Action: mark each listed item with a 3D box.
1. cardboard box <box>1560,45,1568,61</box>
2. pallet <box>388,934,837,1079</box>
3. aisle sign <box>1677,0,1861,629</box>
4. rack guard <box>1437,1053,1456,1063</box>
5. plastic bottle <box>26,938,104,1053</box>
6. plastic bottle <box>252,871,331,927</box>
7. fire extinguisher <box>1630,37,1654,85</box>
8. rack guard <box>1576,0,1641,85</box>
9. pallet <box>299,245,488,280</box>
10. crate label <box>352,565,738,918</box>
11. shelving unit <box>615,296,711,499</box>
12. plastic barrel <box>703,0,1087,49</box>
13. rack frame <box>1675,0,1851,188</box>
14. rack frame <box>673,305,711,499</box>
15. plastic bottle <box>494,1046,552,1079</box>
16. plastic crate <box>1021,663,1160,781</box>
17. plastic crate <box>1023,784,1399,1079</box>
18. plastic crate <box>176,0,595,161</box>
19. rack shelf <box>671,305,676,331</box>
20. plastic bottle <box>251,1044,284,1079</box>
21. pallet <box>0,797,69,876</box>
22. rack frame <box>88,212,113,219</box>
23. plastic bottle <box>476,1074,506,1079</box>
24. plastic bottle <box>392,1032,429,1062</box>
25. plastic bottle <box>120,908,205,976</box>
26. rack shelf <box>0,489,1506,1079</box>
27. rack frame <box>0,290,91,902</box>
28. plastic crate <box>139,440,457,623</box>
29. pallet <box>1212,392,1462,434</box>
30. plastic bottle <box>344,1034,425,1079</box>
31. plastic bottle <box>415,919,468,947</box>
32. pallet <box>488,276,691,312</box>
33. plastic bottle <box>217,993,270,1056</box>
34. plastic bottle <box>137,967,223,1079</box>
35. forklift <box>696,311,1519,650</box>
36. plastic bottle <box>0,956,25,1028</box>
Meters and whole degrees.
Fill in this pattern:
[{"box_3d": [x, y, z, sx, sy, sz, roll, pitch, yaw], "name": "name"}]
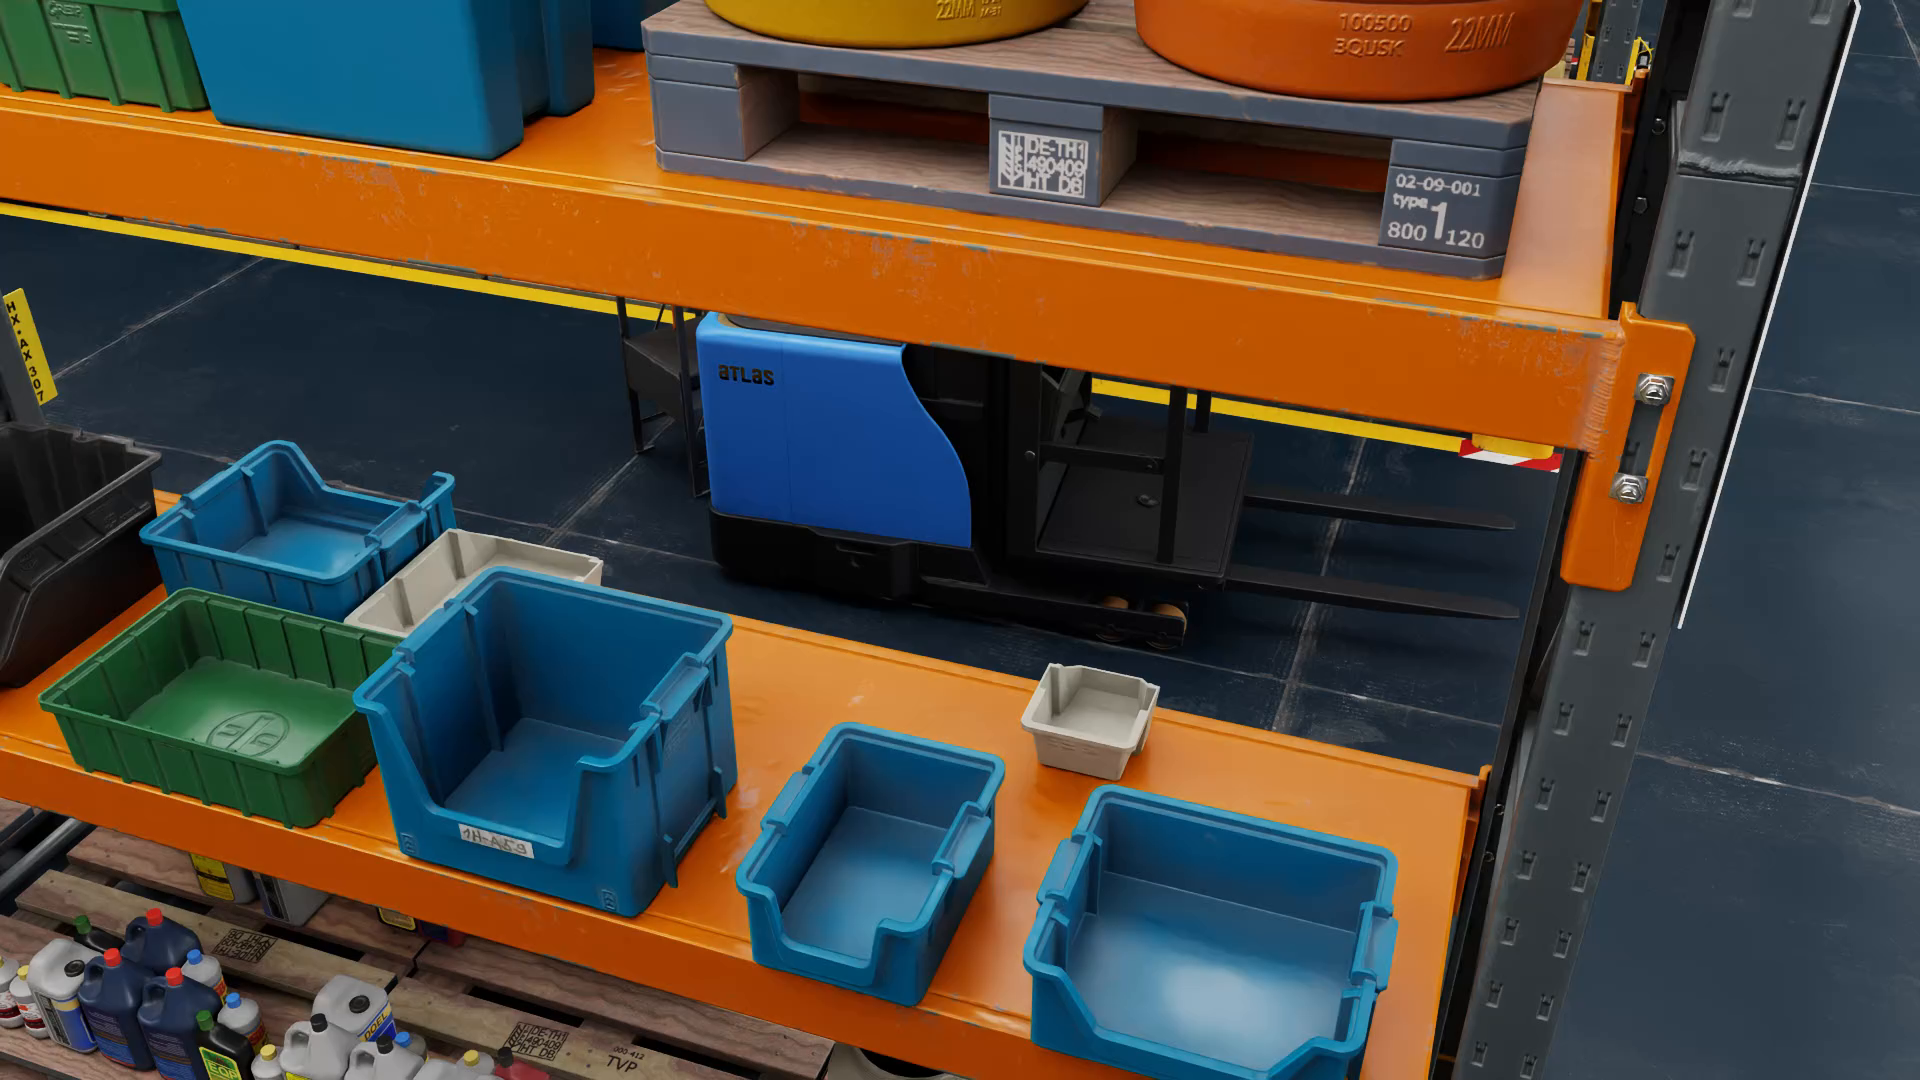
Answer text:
[{"box_3d": [3.802, -3.808, 11.454, 0.875, 0.875, 0.875, 11, 35, 17], "name": "cardboard box"}, {"box_3d": [-0.971, 1.416, 4.363, 1.213, 0.211, 1.003, 11, 34, 16], "name": "pallet"}, {"box_3d": [0.991, -0.318, 2.080, 0.004, 0.787, 0.394, 11, 34, 16], "name": "aisle sign"}, {"box_3d": [0.936, 1.670, 3.703, 0.348, 0.500, 1.175, 11, 34, 16], "name": "rack guard"}, {"box_3d": [-2.276, 1.165, 4.286, 0.135, 0.276, 0.152, 12, 35, 18], "name": "plastic bottle"}, {"box_3d": [-1.884, 0.923, 4.660, 0.135, 0.276, 0.152, 11, 34, 16], "name": "plastic bottle"}, {"box_3d": [2.647, -1.631, 6.581, 0.183, 0.674, 0.296, 11, 34, 16], "name": "fire extinguisher"}, {"box_3d": [4.486, -3.379, 11.522, 0.348, 0.500, 1.175, 11, 34, 16], "name": "rack guard"}, {"box_3d": [-2.957, -1.844, 9.411, 1.213, 0.211, 1.003, 11, 34, 16], "name": "pallet"}, {"box_3d": [-0.800, 0.396, 3.338, 0.616, 0.435, 0.502, 11, 34, 16], "name": "crate label"}, {"box_3d": [-1.125, -1.230, 6.715, 0.431, 2.100, 0.503, -24, 40, -32], "name": "shelving unit"}, {"box_3d": [-0.092, -1.050, 2.284, 0.600, 0.588, 0.600, 0, 33, 0], "name": "plastic barrel"}, {"box_3d": [1.024, -1.911, 1.413, 0.127, 3.000, 1.000, 11, 34, 16], "name": "rack frame"}, {"box_3d": [-0.971, -1.128, 6.555, 0.400, 2.100, 0.015, -24, 40, -32], "name": "rack frame"}, {"box_3d": [-1.046, 1.339, 4.009, 0.133, 0.283, 0.061, 11, 34, 16], "name": "plastic bottle"}, {"box_3d": [0.290, 0.392, 3.620, 0.250, 0.136, 0.298, 11, 34, 16], "name": "plastic crate"}, {"box_3d": [0.451, 0.733, 2.986, 0.616, 0.251, 0.499, 11, 34, 16], "name": "plastic crate"}, {"box_3d": [-0.873, -0.839, 2.533, 0.575, 0.384, 0.392, 11, 34, 16], "name": "plastic crate"}, {"box_3d": [-1.125, -1.218, 6.722, 0.431, 0.518, 0.480, -24, 40, -32], "name": "rack shelf"}, {"box_3d": [-1.686, 1.326, 4.104, 0.097, 0.201, 0.097, 0, 33, 0], "name": "plastic bottle"}, {"box_3d": [-3.494, 0.925, 5.122, 1.213, 0.211, 1.003, 11, 34, 16], "name": "pallet"}, {"box_3d": [-4.836, -3.383, 9.225, 0.127, 3.000, 1.000, 11, 34, 16], "name": "rack frame"}, {"box_3d": [-1.081, 1.397, 3.927, 0.135, 0.276, 0.152, 11, 35, 17], "name": "plastic bottle"}, {"box_3d": [-1.370, 1.305, 4.138, 0.097, 0.201, 0.097, 0, 33, 0], "name": "plastic bottle"}, {"box_3d": [-2.073, 1.092, 4.330, 0.185, 0.351, 0.144, 11, 34, 16], "name": "plastic bottle"}, {"box_3d": [-0.859, 0.546, 3.802, 4.000, 0.370, 1.077, 11, 34, 16], "name": "rack shelf"}, {"box_3d": [-2.742, -0.122, 4.174, 0.127, 3.000, 1.000, 11, 34, 16], "name": "rack frame"}, {"box_3d": [-1.608, 0.004, 4.115, 0.616, 0.251, 0.499, 11, 34, 16], "name": "plastic crate"}, {"box_3d": [1.870, -0.928, 7.993, 1.213, 0.211, 1.003, 11, 34, 16], "name": "pallet"}, {"box_3d": [-1.369, 1.312, 3.989, 0.185, 0.351, 0.144, 12, 35, 18], "name": "plastic bottle"}, {"box_3d": [-1.437, 0.985, 4.557, 0.133, 0.283, 0.061, 11, 34, 16], "name": "plastic bottle"}, {"box_3d": [-1.804, -1.622, 9.067, 1.213, 0.211, 1.003, 11, 34, 16], "name": "pallet"}, {"box_3d": [-1.793, 1.241, 4.172, 0.097, 0.271, 0.097, 0, 33, 0], "name": "plastic bottle"}, {"box_3d": [-1.944, 1.200, 4.163, 0.185, 0.351, 0.144, 10, 34, 14], "name": "plastic bottle"}, {"box_3d": [0.603, -1.147, 5.825, 3.031, 2.935, 1.130, 8, 34, 12], "name": "forklift"}, {"box_3d": [-2.494, 1.169, 4.348, 0.097, 0.201, 0.097, 0, 33, 0], "name": "plastic bottle"}]
